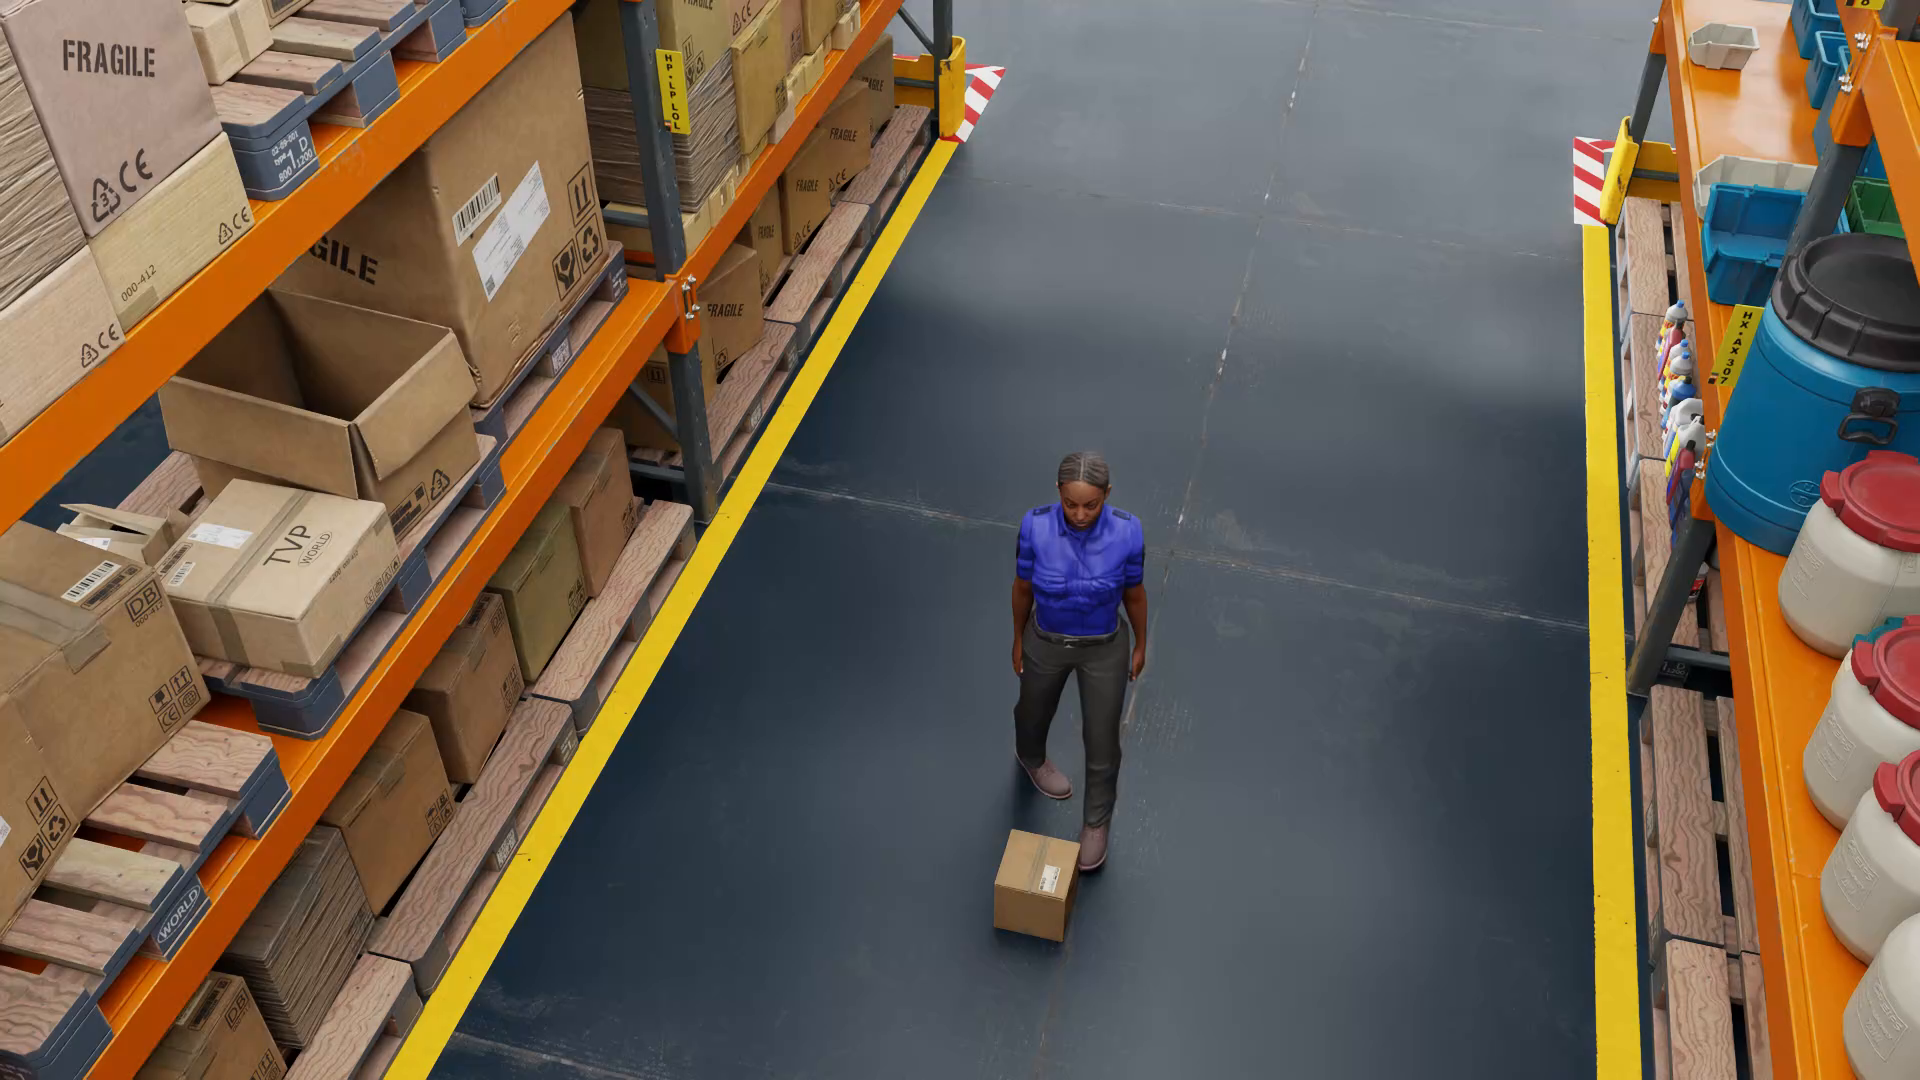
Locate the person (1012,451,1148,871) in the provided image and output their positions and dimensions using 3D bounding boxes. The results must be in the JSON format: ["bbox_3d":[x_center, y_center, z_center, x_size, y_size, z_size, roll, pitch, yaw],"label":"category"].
[{"bbox_3d":[0.405,0.406,5.710,0.470,1.676,0.592,3,41,3],"label":"person"}]
